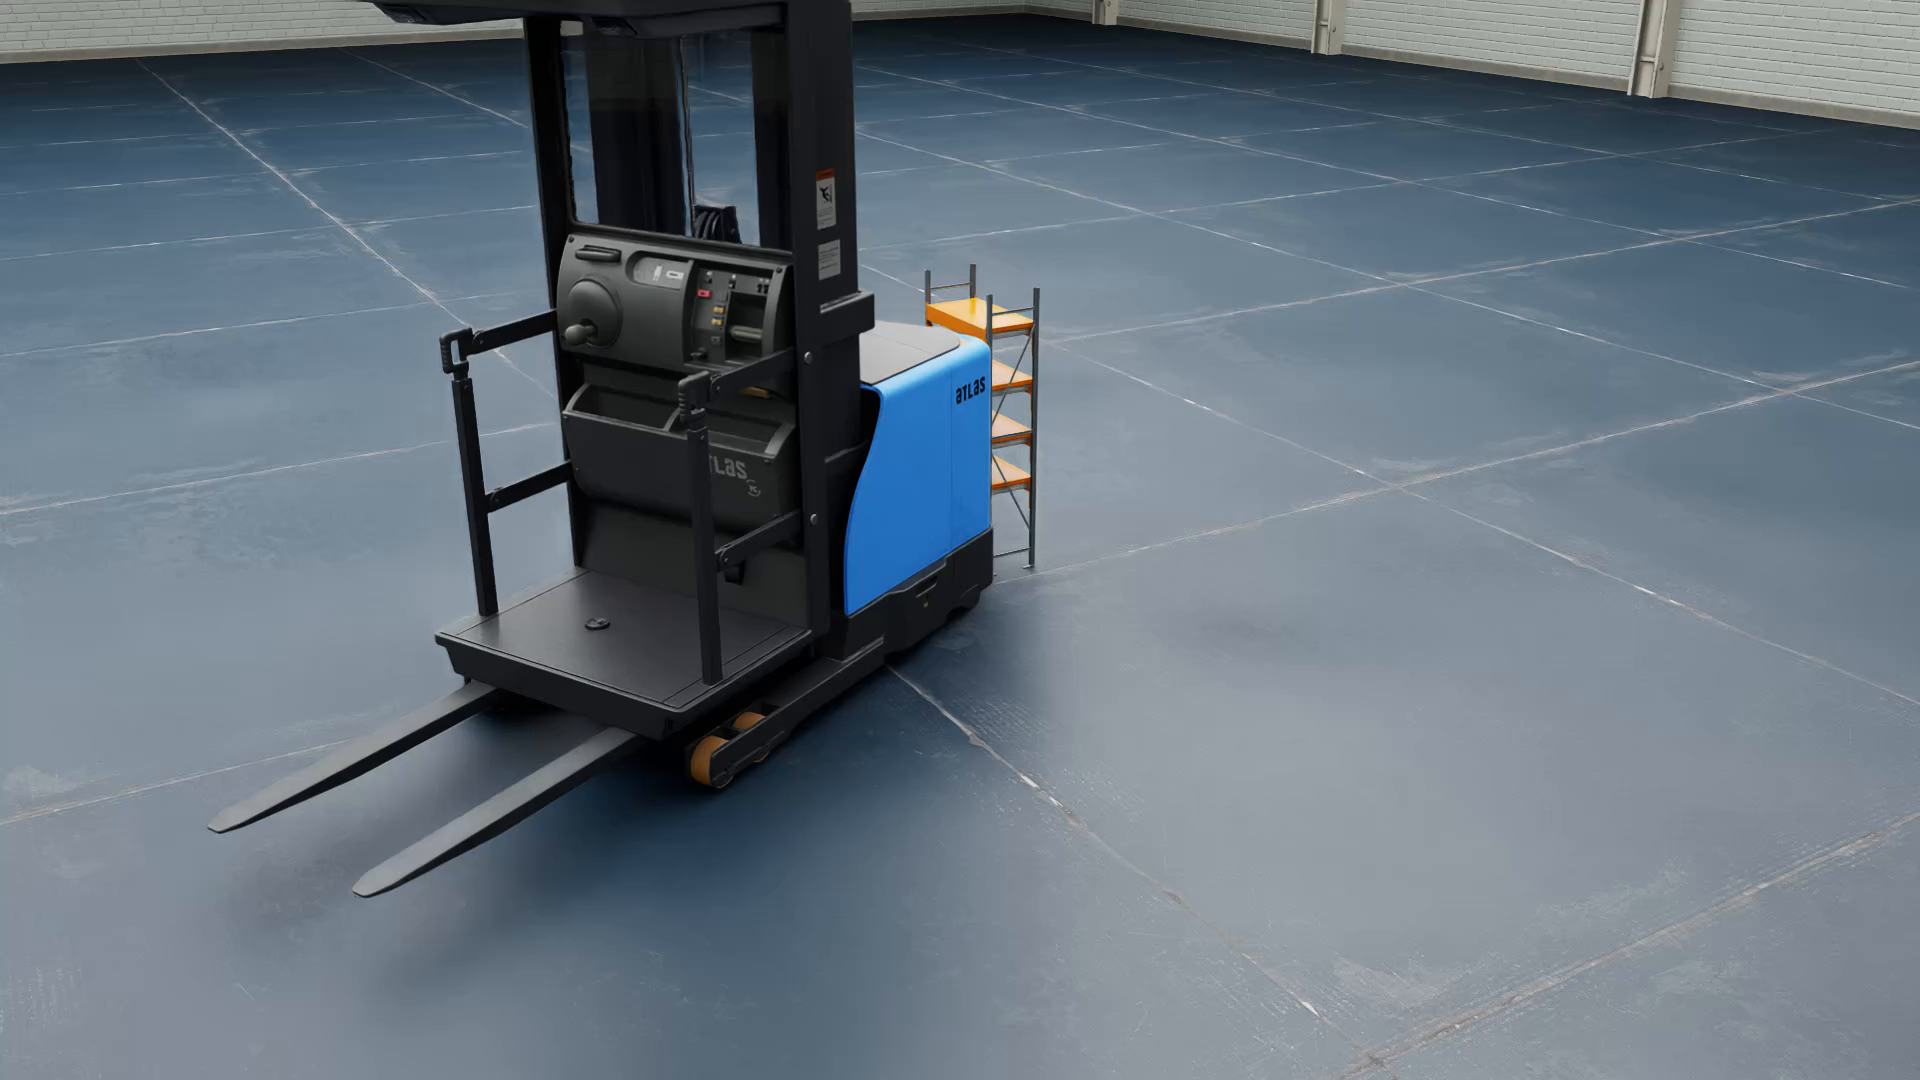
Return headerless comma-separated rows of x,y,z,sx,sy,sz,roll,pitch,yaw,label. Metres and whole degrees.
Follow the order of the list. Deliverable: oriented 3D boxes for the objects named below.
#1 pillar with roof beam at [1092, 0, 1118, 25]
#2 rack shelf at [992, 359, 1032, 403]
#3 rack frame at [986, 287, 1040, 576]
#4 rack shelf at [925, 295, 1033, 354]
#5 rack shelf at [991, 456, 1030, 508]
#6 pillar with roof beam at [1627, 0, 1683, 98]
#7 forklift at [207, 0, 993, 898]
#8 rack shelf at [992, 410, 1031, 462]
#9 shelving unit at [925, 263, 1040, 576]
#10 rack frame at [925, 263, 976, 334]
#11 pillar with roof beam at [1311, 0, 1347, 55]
-1.009,-12.927,27.164,9.100,9.000,0.400,-13,25,-28,pillar with roof beam
0.085,-0.647,6.895,0.258,0.148,0.480,-13,25,-28,rack shelf
0.209,-0.423,6.759,0.240,1.200,0.015,-13,25,-28,rack frame
0.085,-0.866,6.806,0.258,0.148,0.480,-13,25,-28,rack shelf
0.085,-0.256,7.054,0.258,0.148,0.480,-13,25,-28,rack shelf
5.121,-9.042,17.607,9.100,9.000,0.400,-13,25,-28,pillar with roof beam
-1.065,-0.759,5.286,1.130,2.935,3.031,13,25,29,forklift
0.085,-0.440,6.979,0.258,0.148,0.480,-13,25,-28,rack shelf
0.085,-0.502,6.954,0.258,1.200,0.503,-13,25,-28,shelving unit
-0.040,-0.581,7.148,0.240,1.200,0.015,-13,25,-28,rack frame
2.056,-10.985,22.386,9.100,9.000,0.400,-13,25,-28,pillar with roof beam
